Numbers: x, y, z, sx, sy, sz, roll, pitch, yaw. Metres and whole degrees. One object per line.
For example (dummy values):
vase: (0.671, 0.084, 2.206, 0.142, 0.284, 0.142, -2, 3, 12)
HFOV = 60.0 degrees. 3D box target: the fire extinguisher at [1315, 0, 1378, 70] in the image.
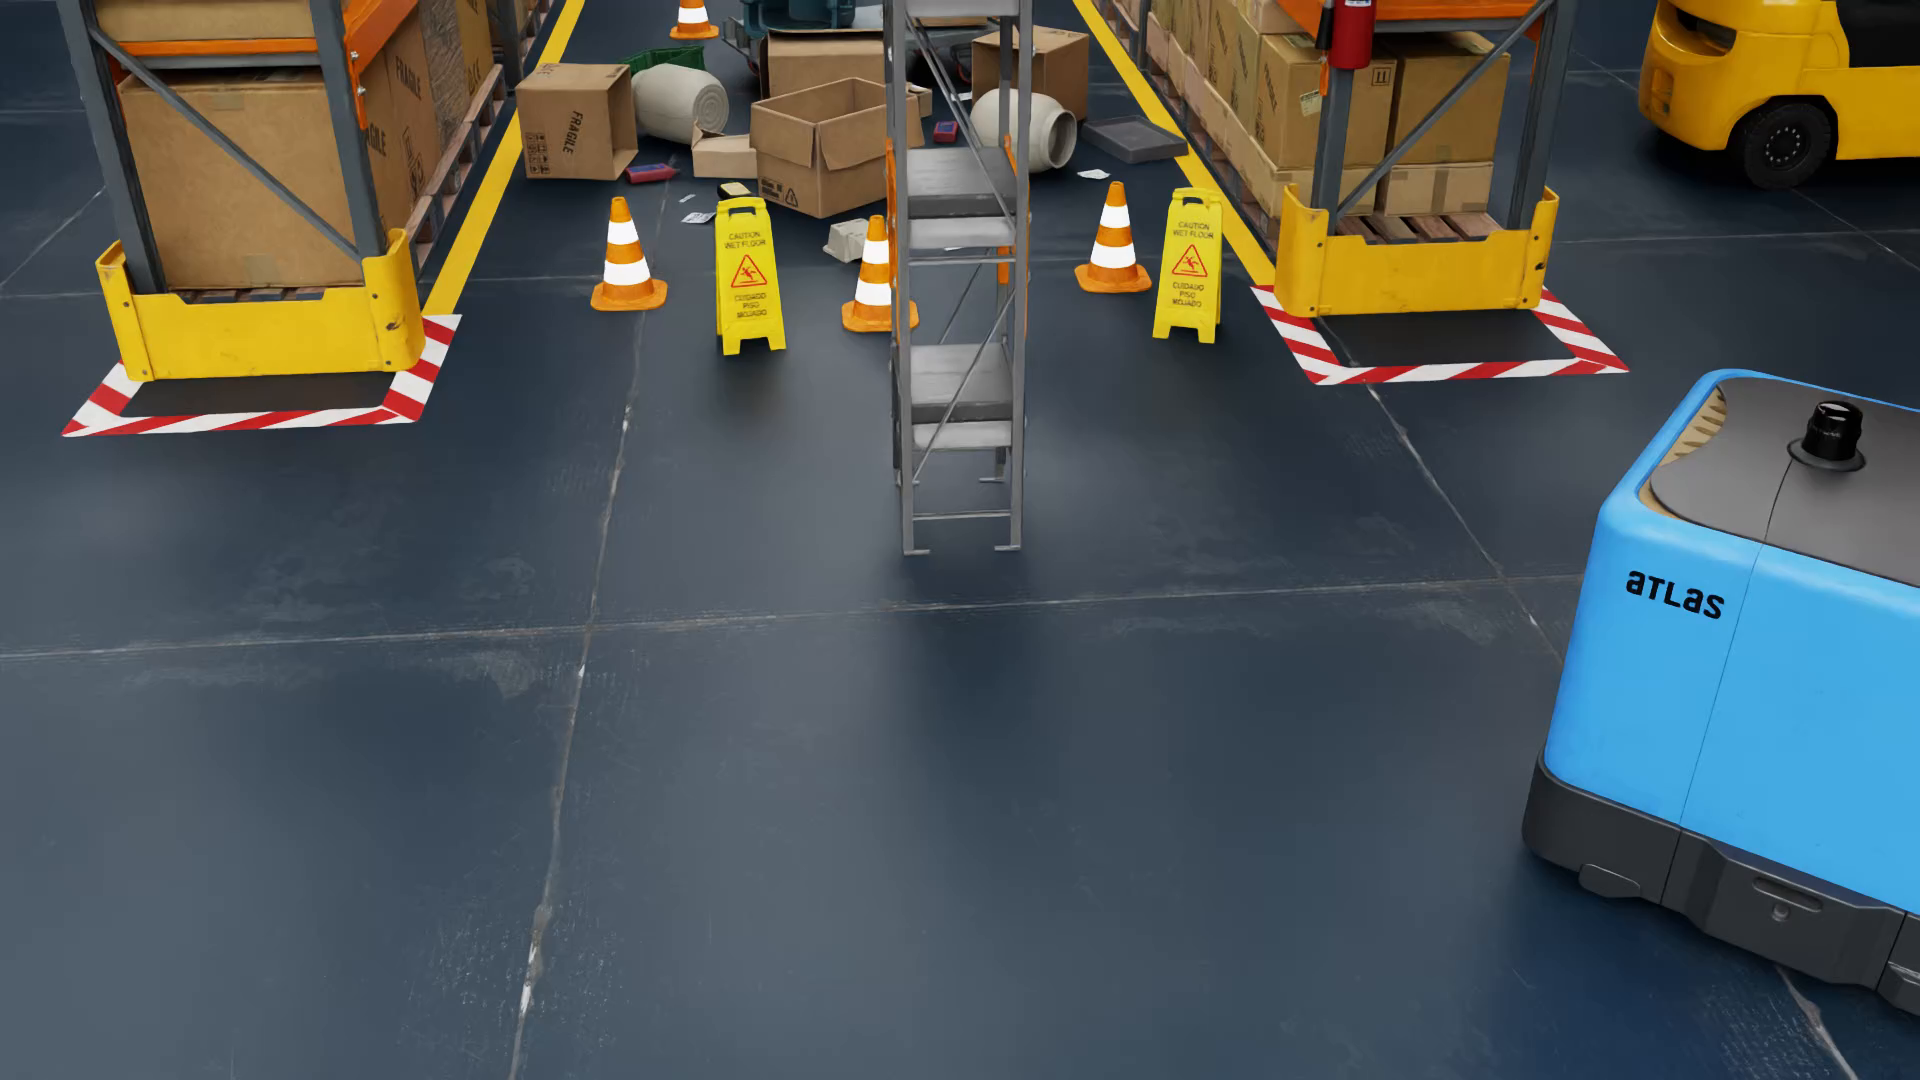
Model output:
fire extinguisher: (1.593, -2.240, 6.650, 0.296, 0.674, 0.183, -3, 31, -5)

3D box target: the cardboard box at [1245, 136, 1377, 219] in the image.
cardboard box: (1.696, -1.766, 8.053, 0.500, 0.250, 0.500, -3, 31, -5)

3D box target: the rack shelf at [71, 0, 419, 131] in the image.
rack shelf: (-3.064, -2.777, 8.176, 1.077, 0.370, 4.000, -3, 31, -5)

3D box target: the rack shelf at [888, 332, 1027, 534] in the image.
rack shelf: (-0.015, -0.373, 5.719, 0.431, 0.518, 0.480, -3, 31, -5)

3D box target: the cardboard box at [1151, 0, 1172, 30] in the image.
cardboard box: (1.454, -3.404, 10.064, 0.500, 0.500, 0.500, -1, 31, -2)

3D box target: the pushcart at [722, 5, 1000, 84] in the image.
pushcart: (-0.598, -3.135, 10.631, 1.648, 0.377, 0.936, -14, 33, -22)

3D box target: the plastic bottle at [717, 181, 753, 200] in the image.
plastic bottle: (-1.195, -1.829, 8.753, 0.133, 0.061, 0.283, -14, 33, -22)

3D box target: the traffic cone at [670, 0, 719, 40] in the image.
traffic cone: (-1.873, -3.775, 11.619, 0.336, 0.463, 0.334, -3, 31, -5)

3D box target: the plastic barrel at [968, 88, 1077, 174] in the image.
plastic barrel: (0.341, -2.230, 9.070, 0.512, 0.421, 0.421, 20, 36, 29)

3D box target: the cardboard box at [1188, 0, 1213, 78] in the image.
cardboard box: (1.563, -2.866, 9.164, 0.500, 0.500, 0.500, -1, 31, -2)

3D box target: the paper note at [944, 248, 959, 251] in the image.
paper note: (-0.029, -1.466, 8.175, 0.148, 0.019, 0.142, -14, 33, -22)

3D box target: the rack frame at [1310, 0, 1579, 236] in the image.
rack frame: (2.041, -2.354, 6.765, 1.000, 3.000, 0.127, -3, 31, -5)

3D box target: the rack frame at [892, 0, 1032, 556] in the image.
rack frame: (0.007, -0.861, 5.144, 0.400, 2.100, 0.015, -3, 31, -5)

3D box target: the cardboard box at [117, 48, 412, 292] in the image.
cardboard box: (-3.007, -1.676, 7.294, 0.875, 0.875, 0.875, -3, 31, -4)

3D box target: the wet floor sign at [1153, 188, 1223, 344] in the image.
wet floor sign: (0.994, -1.195, 7.121, 0.267, 0.644, 0.232, 8, 32, 13)

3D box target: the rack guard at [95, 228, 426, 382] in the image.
rack guard: (-2.875, -0.980, 6.902, 1.175, 0.500, 0.348, -3, 31, -5)

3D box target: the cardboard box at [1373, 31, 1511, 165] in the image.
cardboard box: (2.239, -2.113, 7.902, 0.500, 0.500, 0.500, -4, 31, -6)

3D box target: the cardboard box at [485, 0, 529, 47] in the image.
cardboard box: (-3.399, -3.634, 10.694, 1.050, 0.750, 0.750, -3, 31, -5)

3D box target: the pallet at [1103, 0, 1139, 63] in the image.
pallet: (1.594, -3.596, 11.565, 1.003, 0.211, 1.213, -3, 31, -5)

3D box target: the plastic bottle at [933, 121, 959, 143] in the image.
plastic bottle: (-0.079, -2.386, 9.684, 0.133, 0.061, 0.283, 2, 31, 4)

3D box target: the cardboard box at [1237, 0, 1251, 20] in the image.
cardboard box: (1.585, -2.663, 8.192, 0.380, 0.149, 0.250, -2, 31, -4)

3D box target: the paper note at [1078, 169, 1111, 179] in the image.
paper note: (0.733, -2.000, 9.069, 0.142, 0.019, 0.148, -14, 33, -22)

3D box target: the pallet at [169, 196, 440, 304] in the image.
pallet: (-3.030, -1.272, 7.674, 1.003, 0.211, 1.213, -3, 31, -5)

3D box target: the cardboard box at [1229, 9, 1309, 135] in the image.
cardboard box: (1.655, -2.338, 8.280, 0.500, 0.500, 0.500, -2, 31, -3)

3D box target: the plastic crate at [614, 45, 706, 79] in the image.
plastic crate: (-1.931, -2.899, 10.364, 0.450, 0.188, 0.662, 4, 30, 26)

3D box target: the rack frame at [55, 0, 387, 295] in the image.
rack frame: (-2.877, -2.065, 6.282, 1.000, 3.000, 0.127, -3, 31, -5)

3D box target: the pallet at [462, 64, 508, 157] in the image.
pallet: (-3.258, -2.518, 9.760, 1.003, 0.211, 1.213, -3, 31, -5)

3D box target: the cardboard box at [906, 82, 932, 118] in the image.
cardboard box: (-0.393, -2.703, 10.017, 0.396, 0.266, 0.258, 27, 40, 37)

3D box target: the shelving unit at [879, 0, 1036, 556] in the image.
shelving unit: (-0.015, -0.986, 5.353, 0.431, 2.100, 0.503, -3, 31, -5)

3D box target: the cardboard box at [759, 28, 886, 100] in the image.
cardboard box: (-0.739, -2.593, 9.468, 0.797, 0.637, 0.503, -3, 31, -5)

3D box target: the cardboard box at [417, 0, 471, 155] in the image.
cardboard box: (-3.174, -2.591, 8.825, 0.875, 0.875, 0.875, -3, 31, -4)

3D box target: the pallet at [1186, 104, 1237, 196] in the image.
pallet: (1.883, -2.233, 9.283, 1.003, 0.211, 1.213, -3, 31, -5)

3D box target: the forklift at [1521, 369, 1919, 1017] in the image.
forklift: (2.955, -0.177, 3.187, 3.031, 2.935, 1.130, 20, 36, 30)

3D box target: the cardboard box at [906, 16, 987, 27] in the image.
cardboard box: (-0.102, -3.547, 10.463, 0.500, 0.500, 0.500, -3, 31, -5)

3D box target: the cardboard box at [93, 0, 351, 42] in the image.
cardboard box: (-2.957, -2.317, 6.557, 0.875, 0.550, 0.550, -3, 31, -5)

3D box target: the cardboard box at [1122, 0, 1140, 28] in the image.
cardboard box: (1.616, -3.716, 11.199, 0.950, 0.372, 0.625, -2, 31, -4)

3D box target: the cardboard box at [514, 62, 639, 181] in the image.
cardboard box: (-2.084, -2.292, 9.097, 0.500, 0.500, 0.500, 2, 31, 4)

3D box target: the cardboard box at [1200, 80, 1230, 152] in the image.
cardboard box: (1.603, -2.285, 8.922, 0.500, 0.250, 0.500, -4, 31, -6)

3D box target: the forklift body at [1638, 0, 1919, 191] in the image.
forklift body: (4.990, -3.110, 8.859, 2.313, 2.155, 1.214, -3, 31, -5)

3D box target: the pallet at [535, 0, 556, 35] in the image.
pallet: (-3.515, -3.925, 12.115, 1.003, 0.211, 1.213, -3, 31, -5)

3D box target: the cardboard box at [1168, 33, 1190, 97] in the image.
cardboard box: (1.515, -2.810, 9.801, 0.500, 0.250, 0.500, -1, 31, -2)

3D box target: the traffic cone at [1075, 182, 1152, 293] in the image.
traffic cone: (0.717, -1.422, 7.680, 0.336, 0.463, 0.334, -3, 31, -5)
